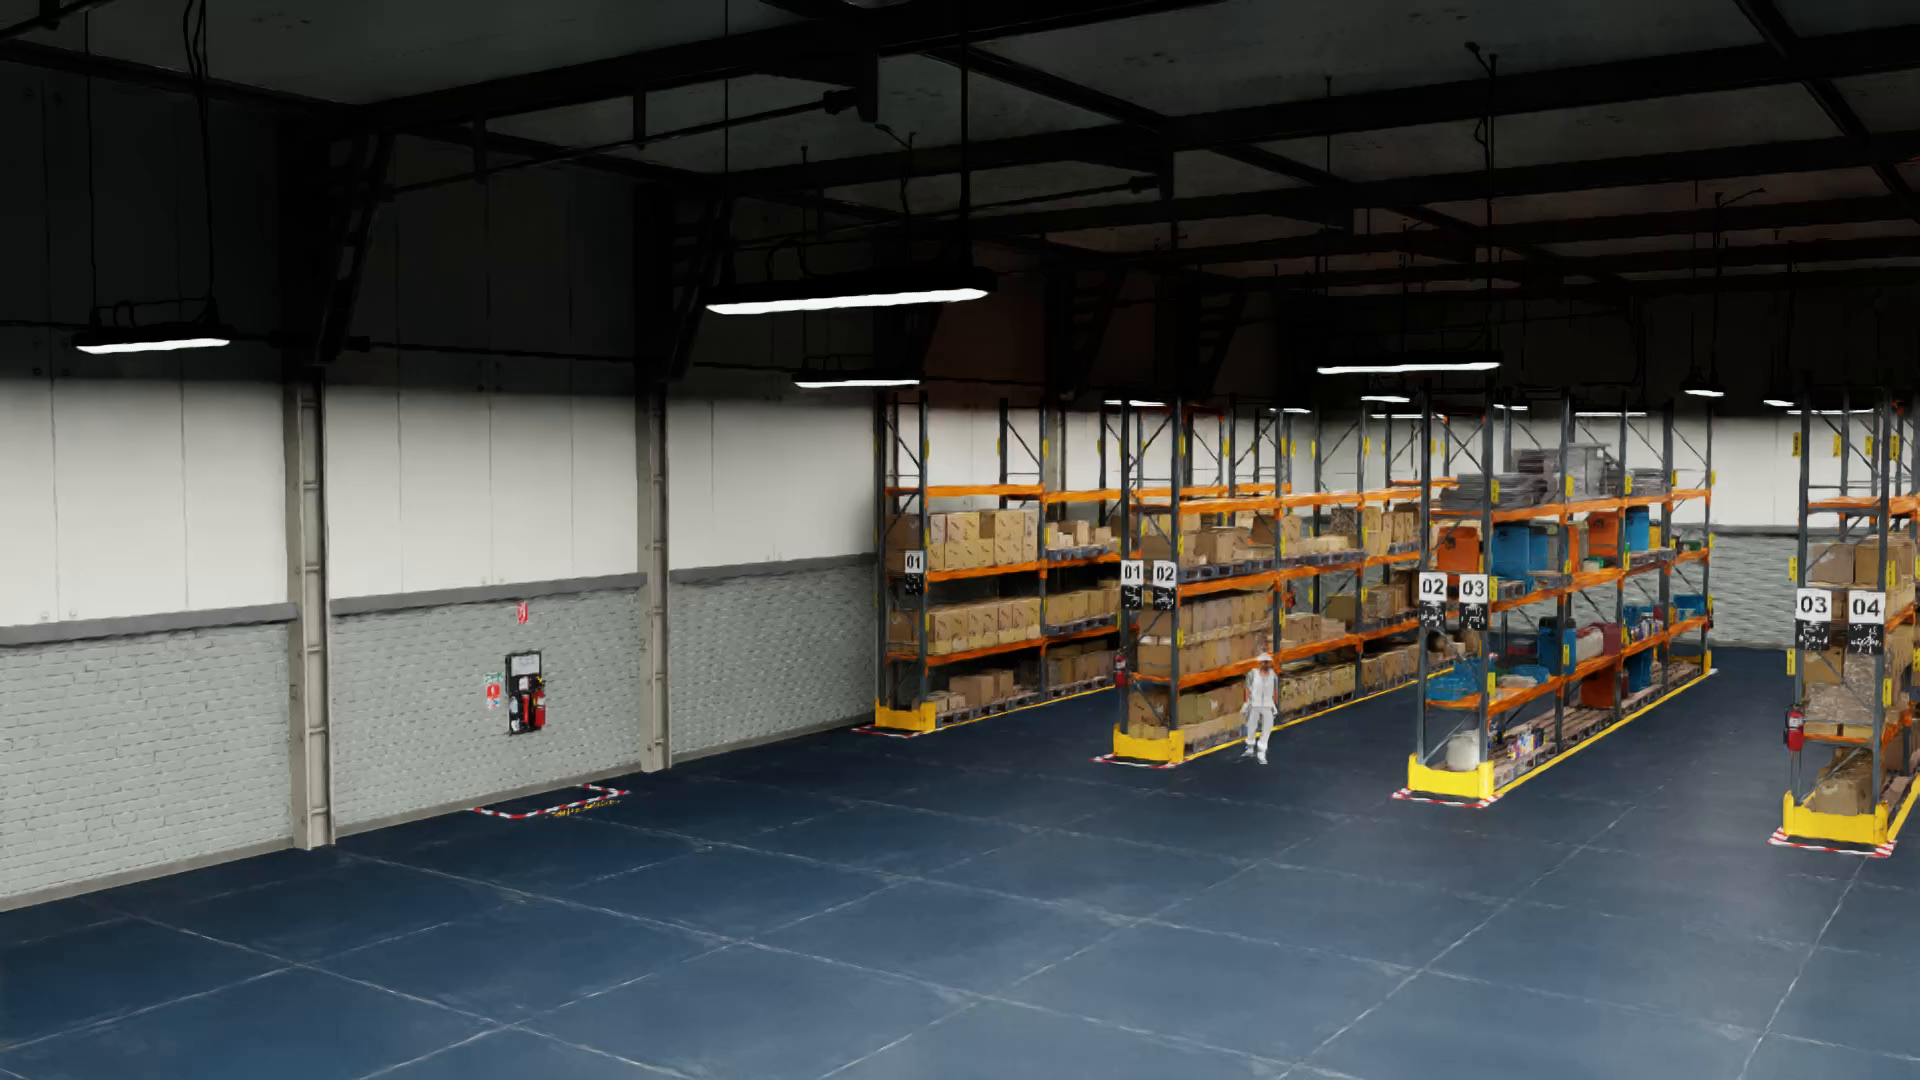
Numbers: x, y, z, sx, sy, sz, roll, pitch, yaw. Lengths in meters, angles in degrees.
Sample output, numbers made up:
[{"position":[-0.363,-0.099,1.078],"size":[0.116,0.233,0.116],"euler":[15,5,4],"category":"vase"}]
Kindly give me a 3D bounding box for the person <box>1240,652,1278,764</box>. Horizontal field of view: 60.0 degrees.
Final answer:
[{"position":[4.762,2.650,26.463],"size":[0.583,1.776,0.574],"euler":[0,3,-1],"category":"person"}]
